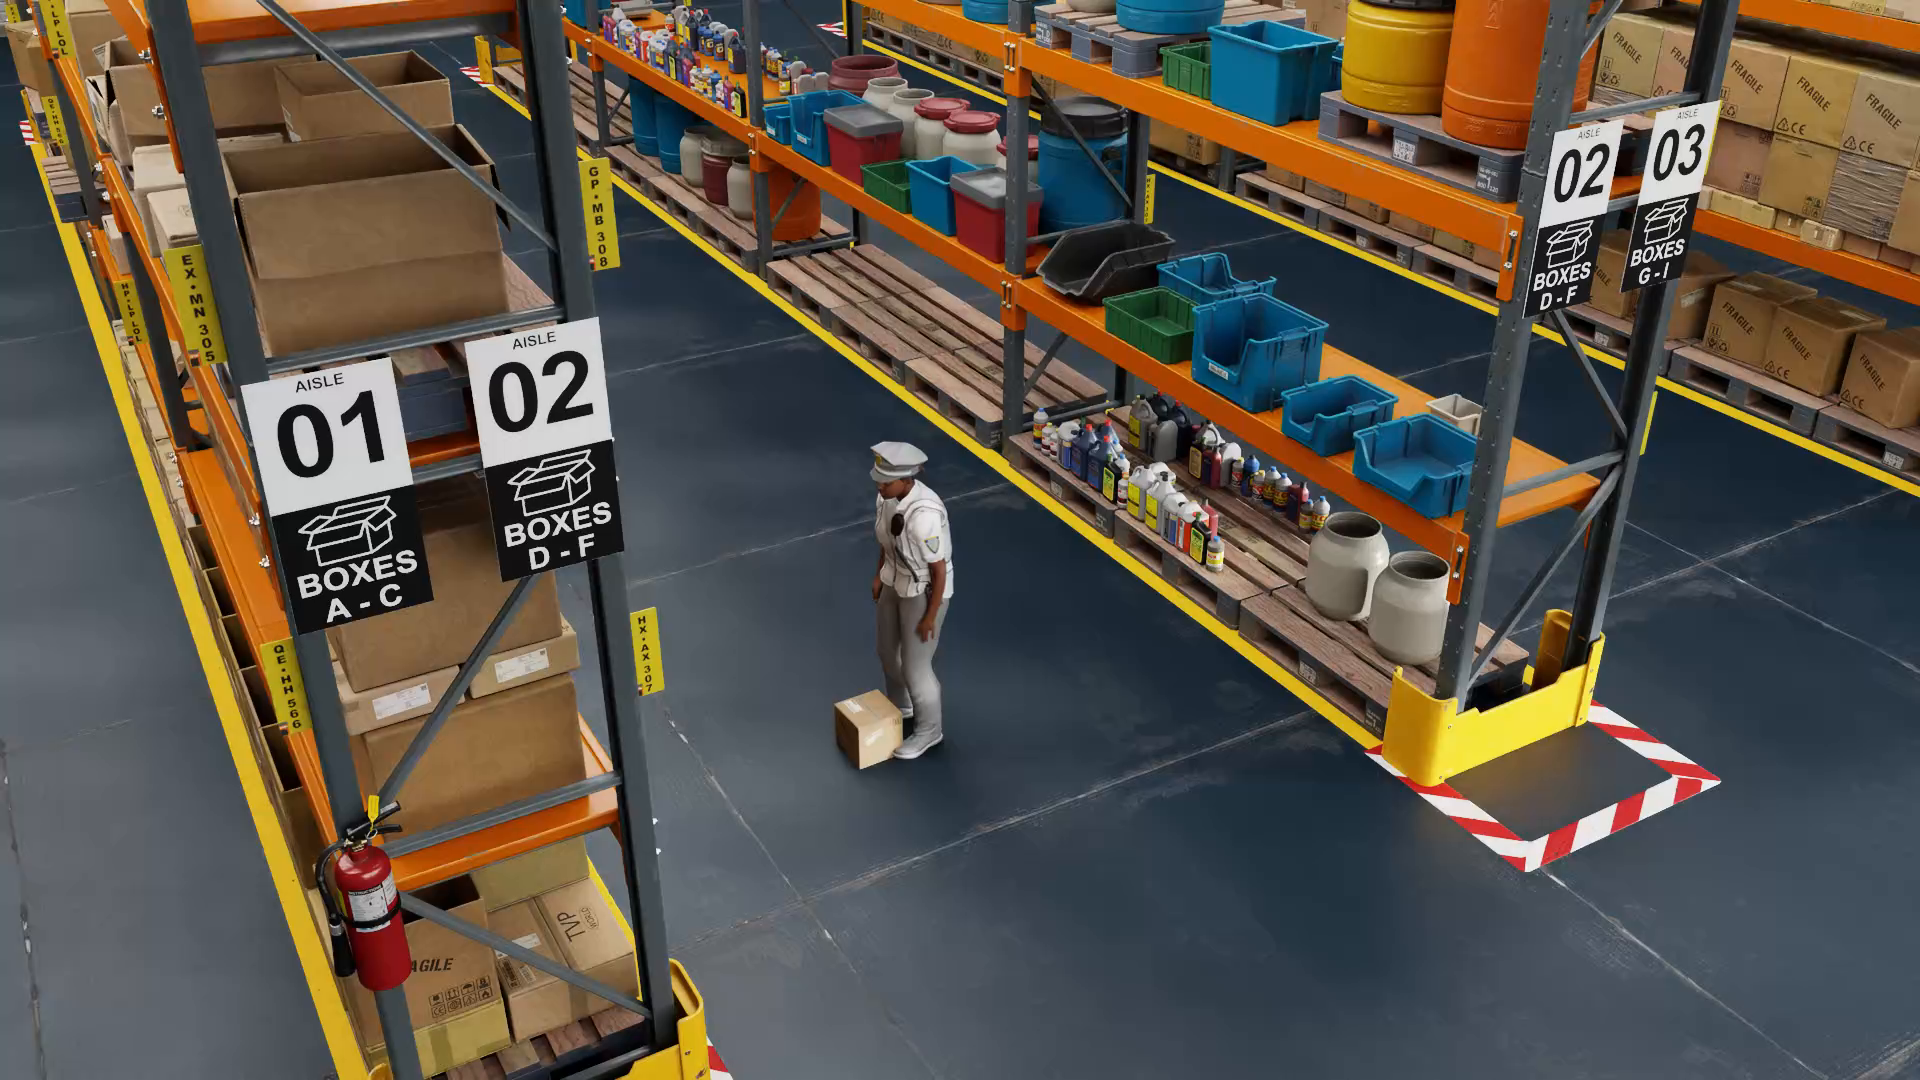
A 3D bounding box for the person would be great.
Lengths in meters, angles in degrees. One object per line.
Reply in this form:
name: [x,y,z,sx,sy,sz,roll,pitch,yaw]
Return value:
person: [-0.256,0.267,8.073,0.391,1.664,0.532,-18,34,-29]
